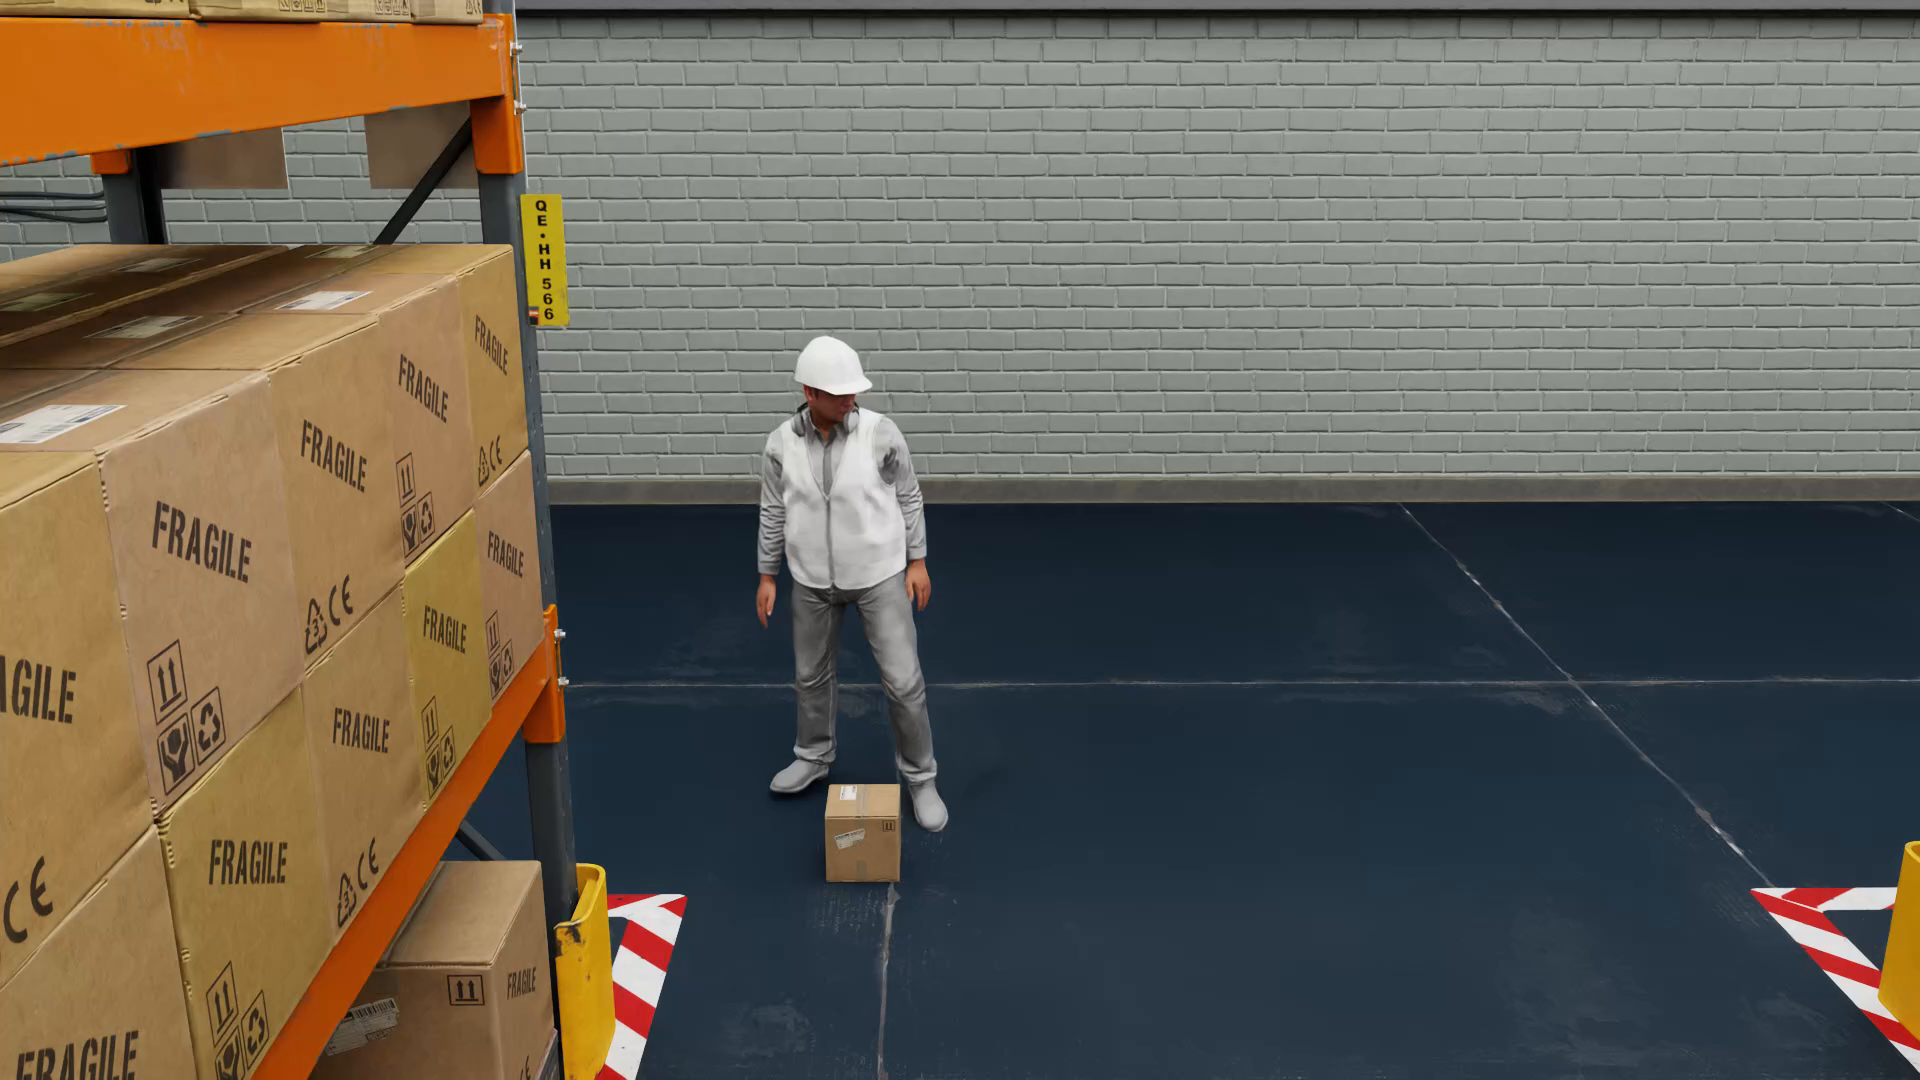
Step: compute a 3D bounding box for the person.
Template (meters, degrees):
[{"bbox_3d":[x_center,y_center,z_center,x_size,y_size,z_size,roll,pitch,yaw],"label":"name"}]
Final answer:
[{"bbox_3d":[-0.374,0.142,6.029,0.729,1.792,0.430,4,17,13],"label":"person"}]
